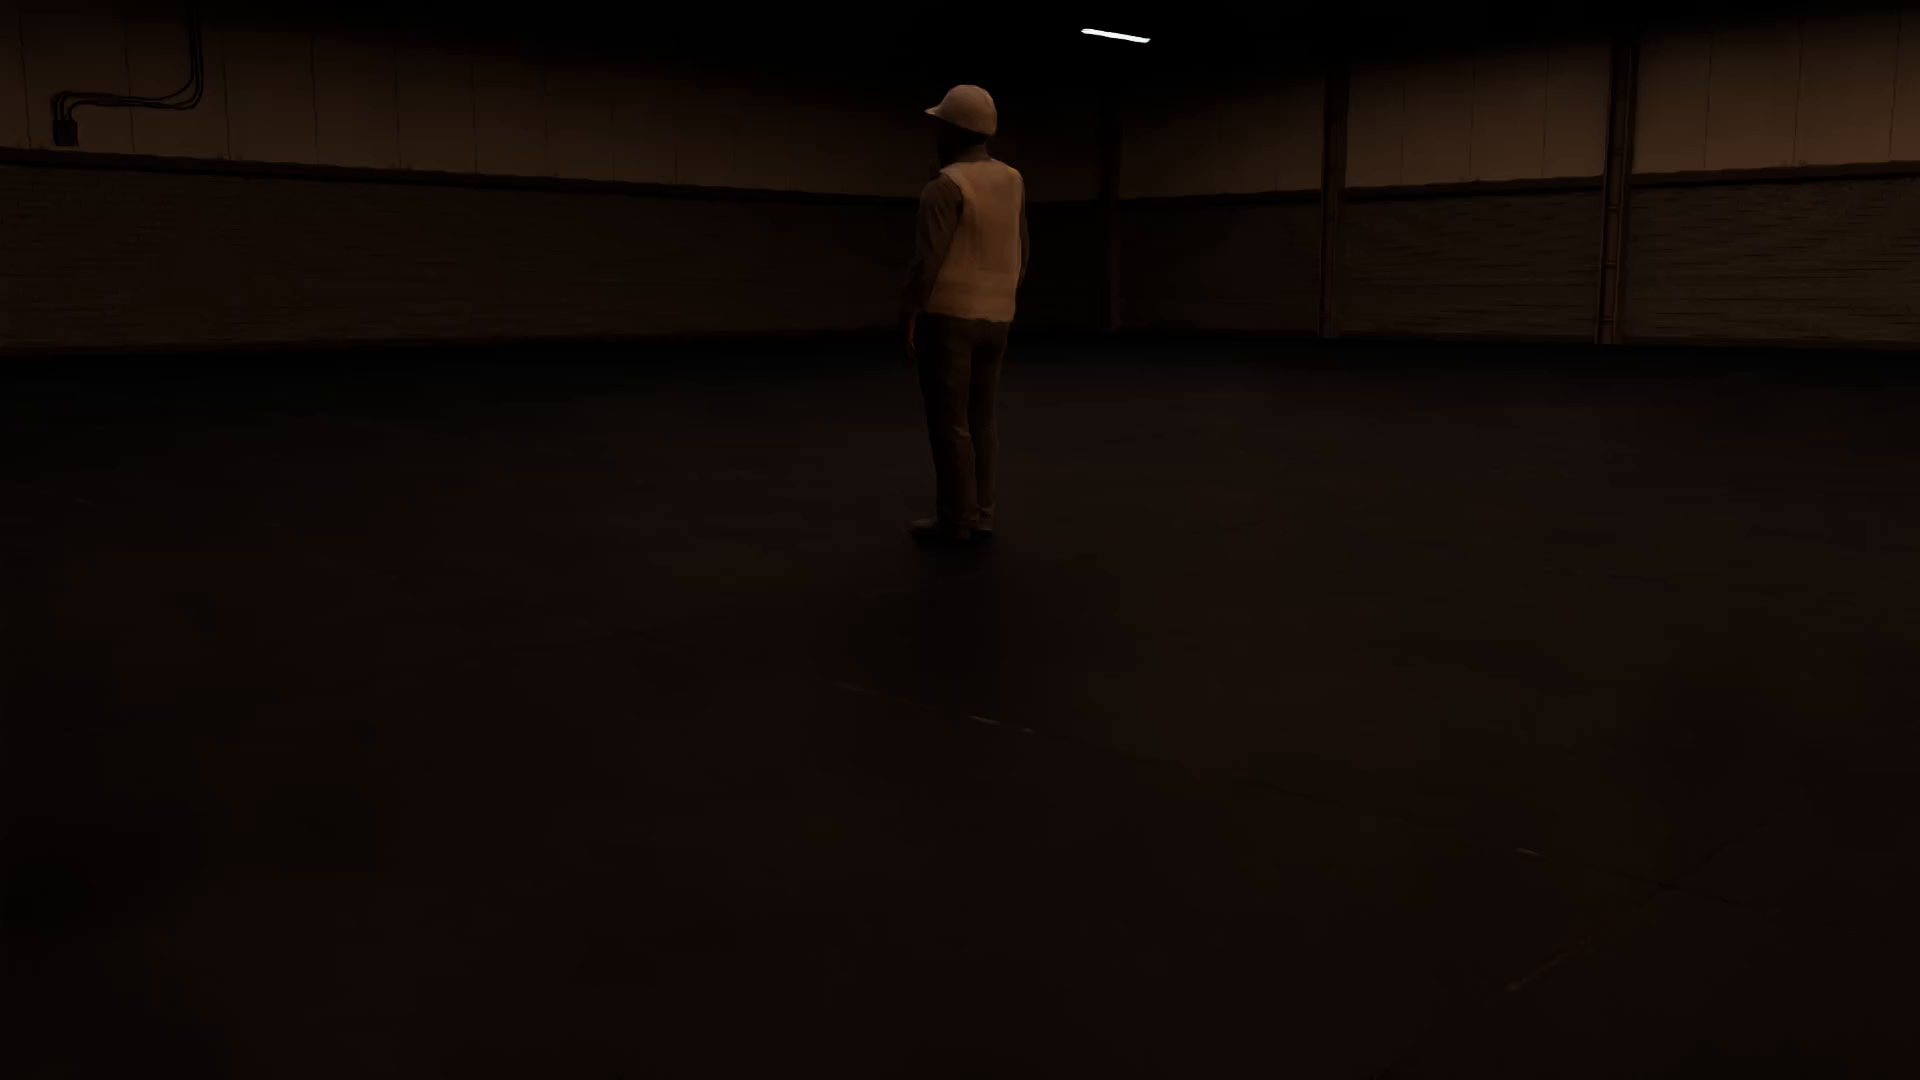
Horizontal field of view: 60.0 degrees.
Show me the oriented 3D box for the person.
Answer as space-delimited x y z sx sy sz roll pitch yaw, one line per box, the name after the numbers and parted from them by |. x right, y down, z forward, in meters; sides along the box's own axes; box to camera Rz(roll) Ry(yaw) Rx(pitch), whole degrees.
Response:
-0.039 -0.892 6.633 0.567 1.773 0.632 8 12 43 | person
